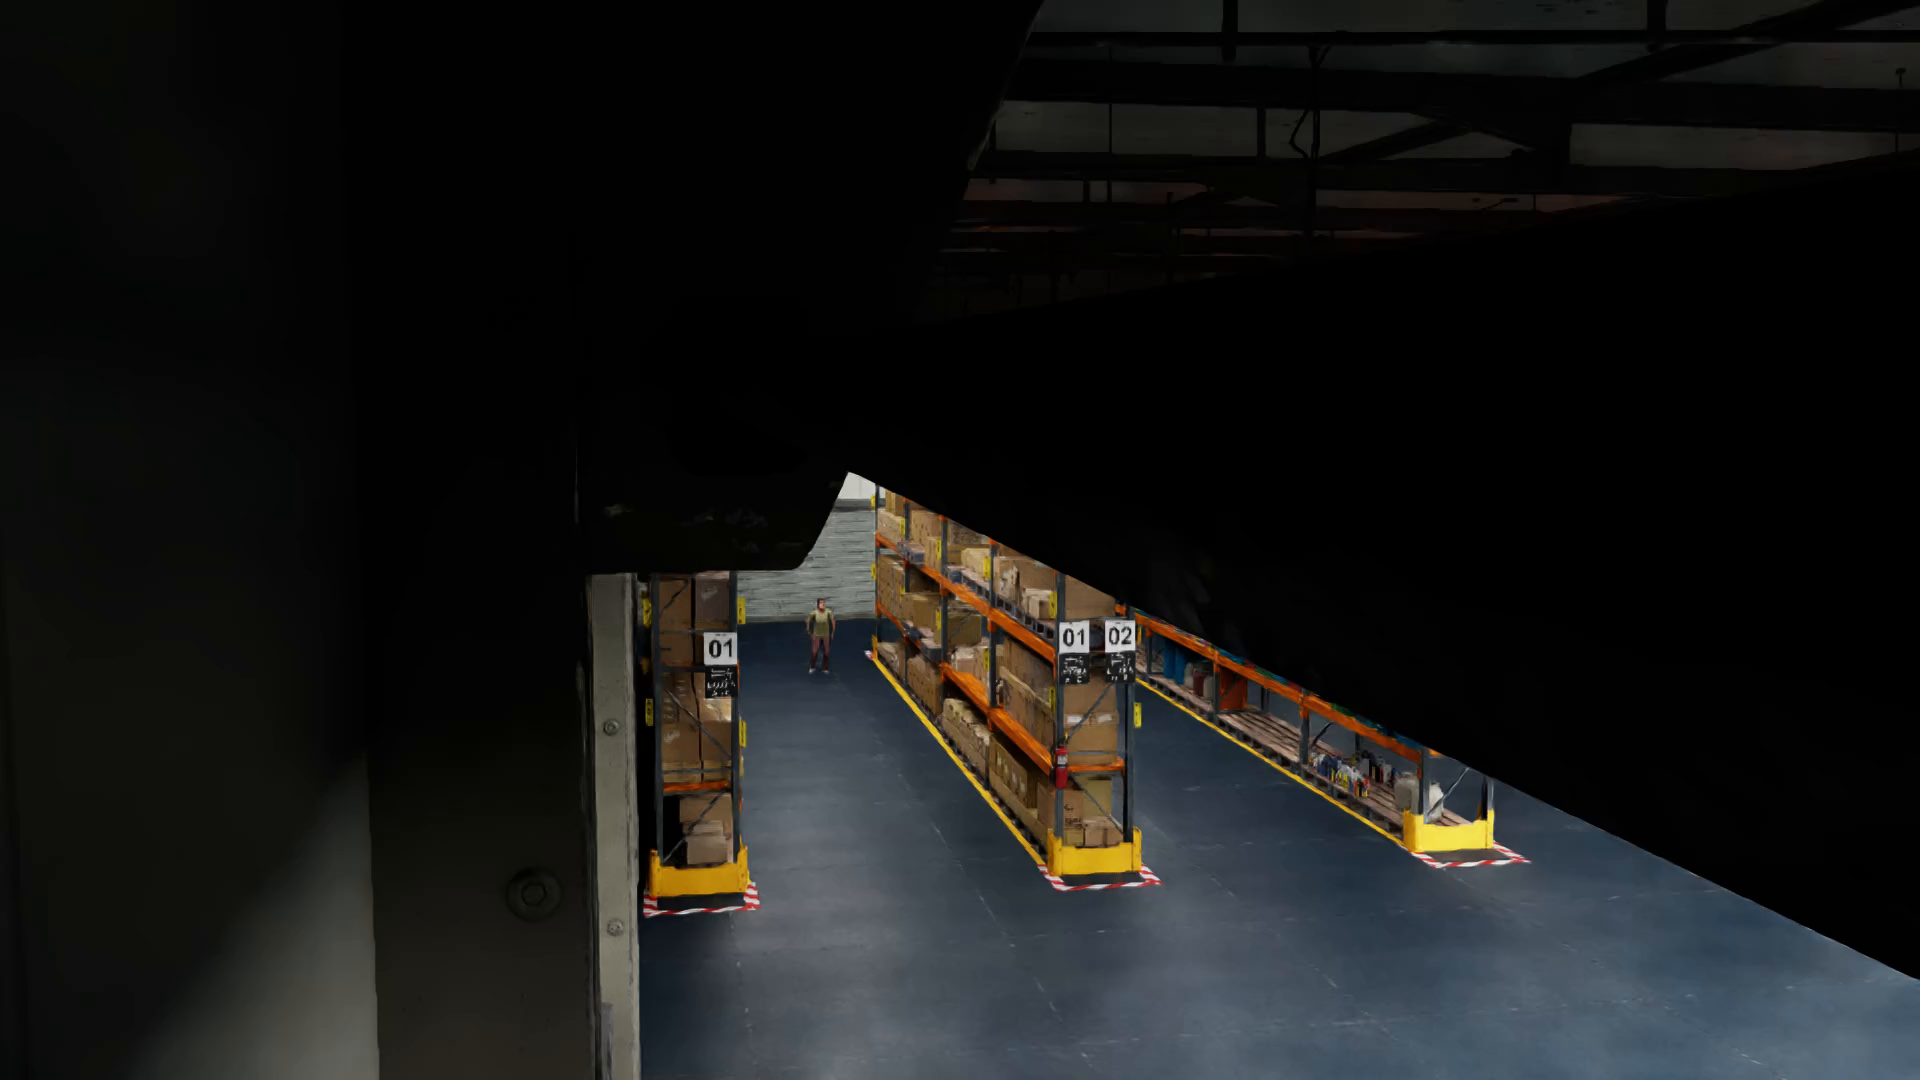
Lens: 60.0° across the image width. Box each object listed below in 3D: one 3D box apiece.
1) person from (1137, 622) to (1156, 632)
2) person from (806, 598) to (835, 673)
[{"bbox_3d":[4.514,1.401,39.849,0.554,1.668,0.682,3,7,27],"label":"person"},{"bbox_3d":[-2.895,1.978,34.589,0.598,1.604,0.507,-1,6,-12],"label":"person"}]
